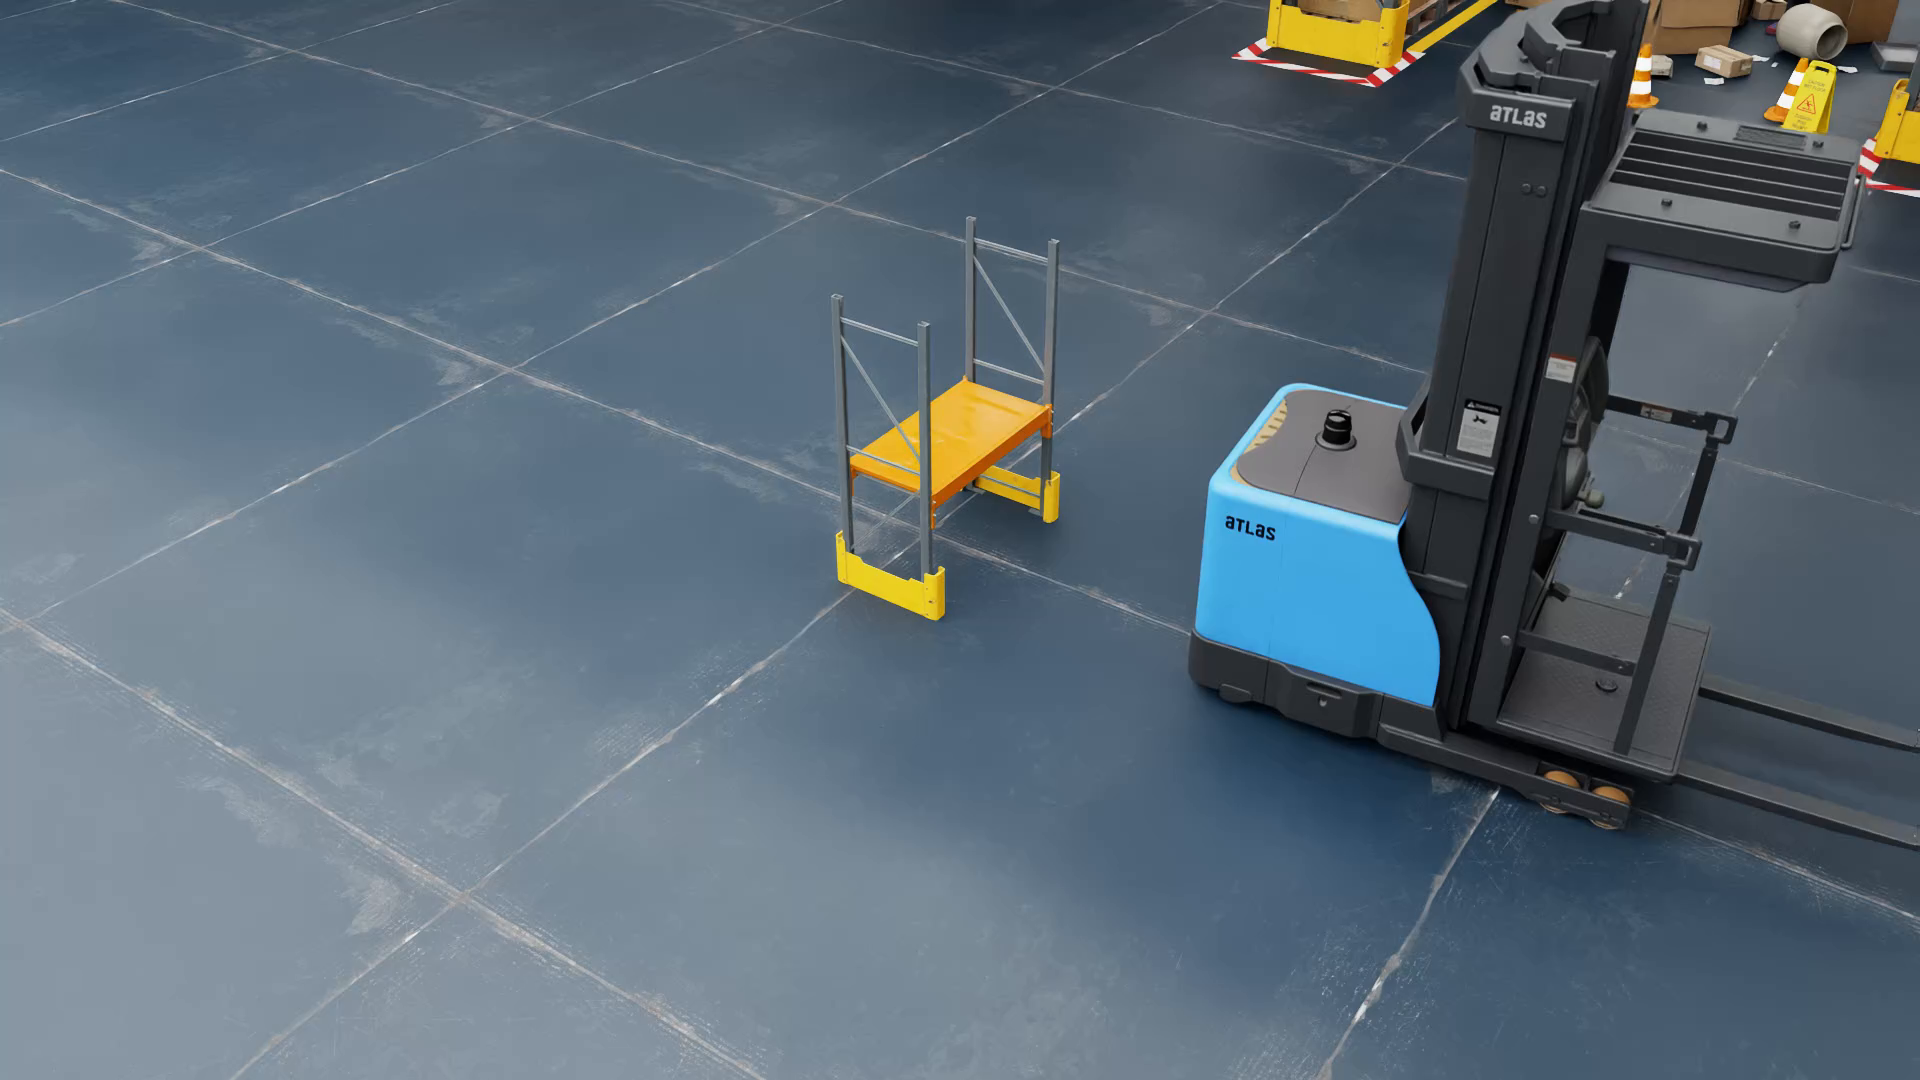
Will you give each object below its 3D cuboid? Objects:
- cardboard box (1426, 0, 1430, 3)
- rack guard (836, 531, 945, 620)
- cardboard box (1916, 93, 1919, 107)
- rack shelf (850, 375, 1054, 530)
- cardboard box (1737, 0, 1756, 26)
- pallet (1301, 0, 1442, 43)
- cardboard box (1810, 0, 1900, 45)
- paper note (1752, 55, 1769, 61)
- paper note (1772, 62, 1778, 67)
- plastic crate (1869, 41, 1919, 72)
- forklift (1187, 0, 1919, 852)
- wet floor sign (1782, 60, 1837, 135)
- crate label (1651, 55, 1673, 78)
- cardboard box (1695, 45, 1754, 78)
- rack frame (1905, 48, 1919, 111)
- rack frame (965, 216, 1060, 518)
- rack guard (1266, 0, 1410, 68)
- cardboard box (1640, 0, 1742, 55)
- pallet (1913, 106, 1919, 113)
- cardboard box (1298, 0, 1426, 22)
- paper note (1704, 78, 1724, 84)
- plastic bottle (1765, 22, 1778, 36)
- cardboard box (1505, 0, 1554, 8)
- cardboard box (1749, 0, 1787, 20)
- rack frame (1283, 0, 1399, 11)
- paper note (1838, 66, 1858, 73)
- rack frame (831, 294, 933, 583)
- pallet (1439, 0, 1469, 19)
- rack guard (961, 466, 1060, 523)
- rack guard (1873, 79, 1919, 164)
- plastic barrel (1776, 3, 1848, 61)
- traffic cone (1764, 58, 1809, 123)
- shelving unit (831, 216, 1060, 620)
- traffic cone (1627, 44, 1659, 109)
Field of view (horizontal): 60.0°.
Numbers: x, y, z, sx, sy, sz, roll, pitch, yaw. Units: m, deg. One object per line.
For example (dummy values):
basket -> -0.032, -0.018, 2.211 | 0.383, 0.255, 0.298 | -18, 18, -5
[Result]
cardboard box -> 4.114, -5.568, 15.328 | 0.875, 0.875, 0.875 | 21, 39, 27
rack guard -> -0.327, 0.161, 7.789 | 0.587, 0.250, 0.087 | 21, 39, 28
cardboard box -> 7.660, -3.505, 12.834 | 0.500, 0.250, 0.500 | 21, 39, 28
rack shelf -> -0.049, -0.433, 7.873 | 0.538, 0.185, 1.000 | 21, 39, 28
cardboard box -> 6.854, -5.073, 15.181 | 0.797, 0.637, 0.503 | 21, 39, 28
pallet -> 3.674, -4.773, 15.120 | 1.003, 0.211, 1.213 | 21, 39, 28
cardboard box -> 7.958, -4.749, 14.823 | 0.500, 0.500, 0.500 | -9, 35, -13
paper note -> 6.918, -4.180, 14.414 | 0.142, 0.019, 0.148 | -22, 40, -29
paper note -> 6.995, -4.081, 14.276 | 0.032, 0.001, 0.123 | 21, 39, 28
plastic crate -> 8.118, -4.172, 14.347 | 0.402, 0.080, 0.583 | 8, 35, 12
forklift -> 2.541, -0.415, 6.248 | 3.031, 2.935, 1.130 | 17, 37, 23
wet floor sign -> 6.419, -3.280, 12.524 | 0.232, 0.644, 0.267 | -22, 40, -29
crate label -> 5.883, -4.005, 14.049 | 0.250, 0.136, 0.298 | 3, 34, 4
cardboard box -> 6.494, -4.068, 14.133 | 0.250, 0.149, 0.380 | -15, 37, -21
rack frame -> 7.406, -4.001, 11.488 | 1.000, 3.000, 0.127 | 21, 39, 28
rack frame -> 0.241, -0.816, 8.118 | 0.500, 1.500, 0.032 | 21, 39, 28
rack guard -> 3.268, -4.489, 14.441 | 1.175, 0.500, 0.348 | 21, 39, 28
cardboard box -> 6.328, -4.584, 14.579 | 0.797, 0.503, 0.637 | -3, 34, -4
pallet -> 7.942, -3.243, 12.857 | 1.003, 0.211, 1.213 | 21, 39, 28
cardboard box -> 3.614, -5.162, 14.728 | 0.875, 0.875, 0.875 | 21, 40, 28
paper note -> 6.310, -3.842, 13.904 | 0.148, 0.019, 0.142 | 8, 35, 12
plastic bottle -> 7.410, -4.629, 15.041 | 0.133, 0.061, 0.283 | 29, 44, 36
cardboard box -> 5.521, -5.300, 15.638 | 0.500, 0.500, 0.500 | 29, 44, 36
cardboard box -> 7.459, -5.020, 15.436 | 0.258, 0.266, 0.396 | -3, 34, -4
rack frame -> 3.282, -5.535, 13.758 | 1.000, 3.000, 0.127 | 21, 39, 28
paper note -> 7.563, -4.013, 14.156 | 0.142, 0.019, 0.148 | 8, 35, 12
rack frame -> -0.338, -0.348, 7.426 | 0.500, 1.500, 0.032 | 21, 39, 28
pallet -> 4.370, -5.332, 15.947 | 1.003, 0.211, 1.213 | 21, 39, 28
rack guard -> 0.240, -0.298, 8.467 | 0.587, 0.250, 0.087 | 21, 39, 28
rack guard -> 7.450, -3.000, 12.240 | 1.175, 0.500, 0.348 | 21, 39, 28
plastic barrel -> 7.340, -4.368, 14.331 | 0.421, 0.421, 0.512 | -9, 35, -13
traffic cone -> 6.592, -3.560, 13.101 | 0.336, 0.463, 0.334 | 21, 39, 28
shelving unit -> -0.043, -0.586, 7.778 | 0.587, 1.500, 1.083 | 21, 39, 28
traffic cone -> 5.486, -3.758, 13.394 | 0.336, 0.463, 0.334 | 21, 39, 28
